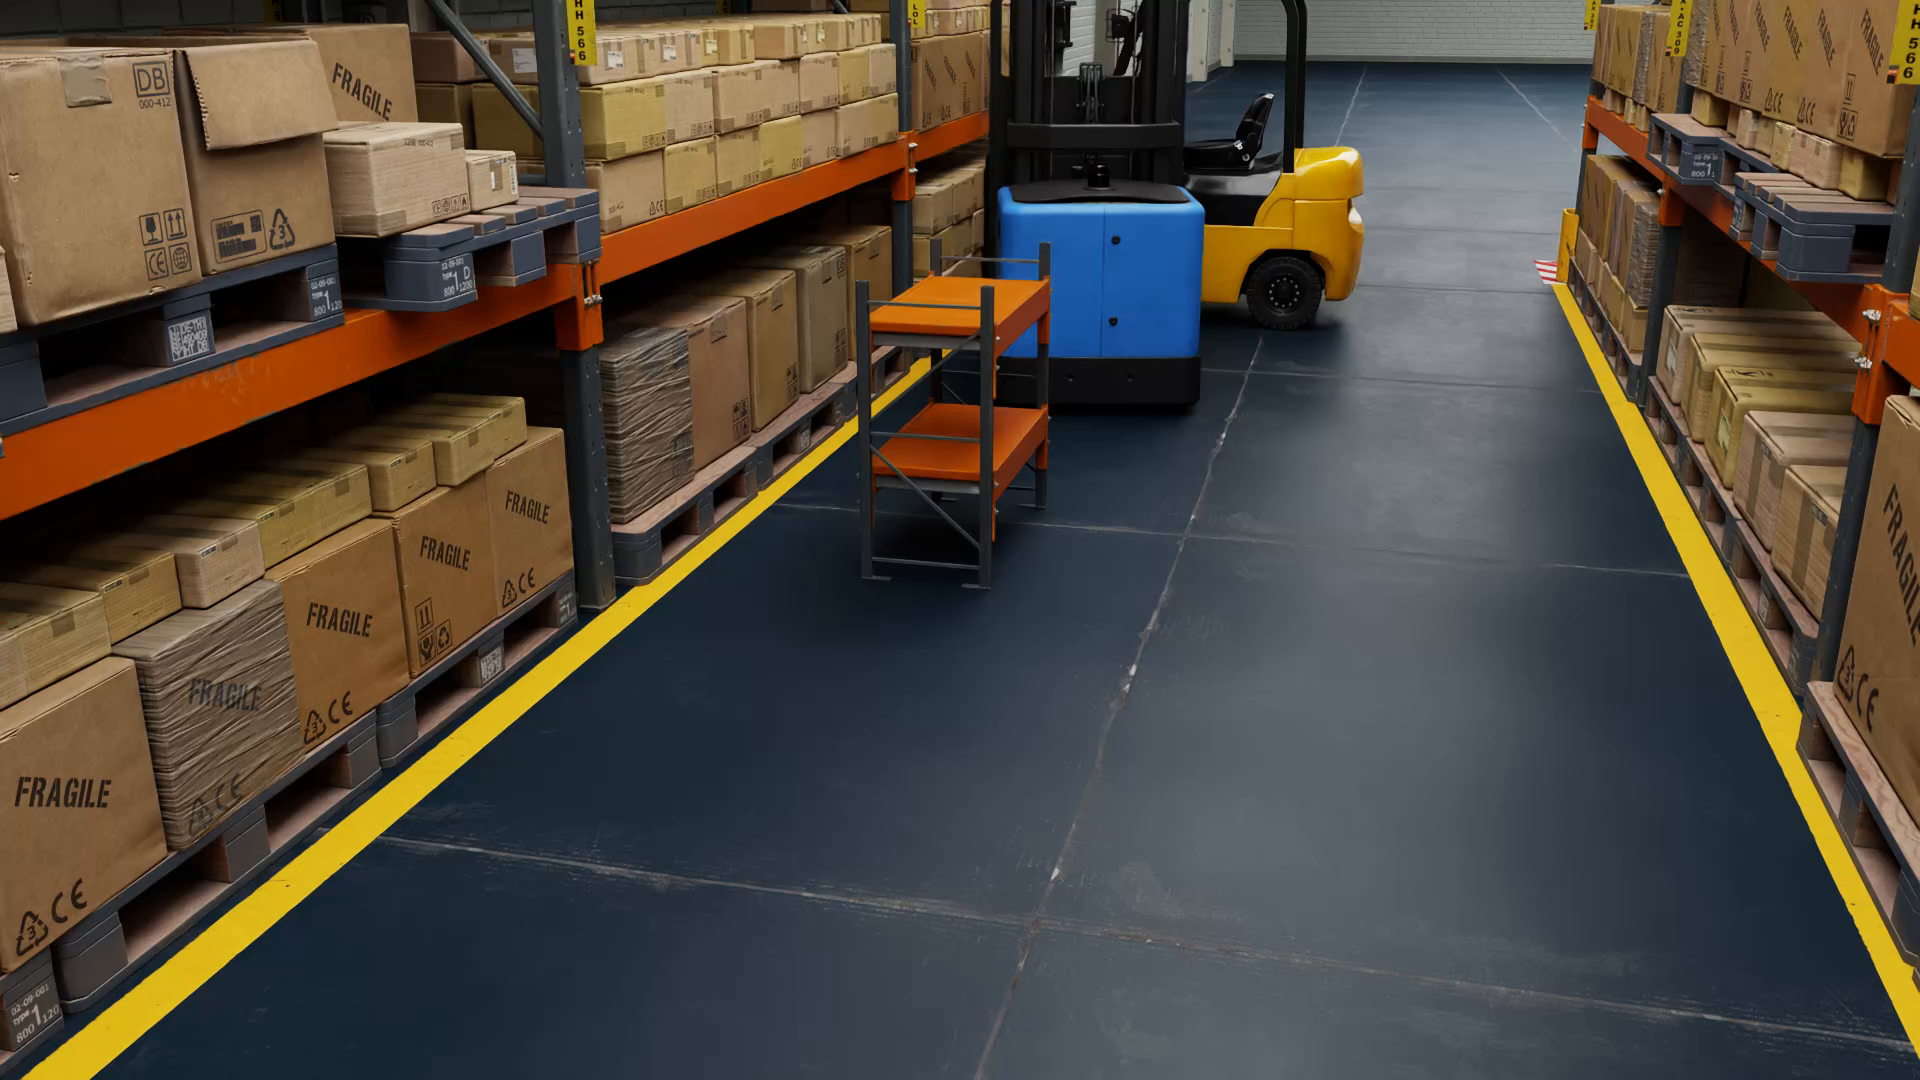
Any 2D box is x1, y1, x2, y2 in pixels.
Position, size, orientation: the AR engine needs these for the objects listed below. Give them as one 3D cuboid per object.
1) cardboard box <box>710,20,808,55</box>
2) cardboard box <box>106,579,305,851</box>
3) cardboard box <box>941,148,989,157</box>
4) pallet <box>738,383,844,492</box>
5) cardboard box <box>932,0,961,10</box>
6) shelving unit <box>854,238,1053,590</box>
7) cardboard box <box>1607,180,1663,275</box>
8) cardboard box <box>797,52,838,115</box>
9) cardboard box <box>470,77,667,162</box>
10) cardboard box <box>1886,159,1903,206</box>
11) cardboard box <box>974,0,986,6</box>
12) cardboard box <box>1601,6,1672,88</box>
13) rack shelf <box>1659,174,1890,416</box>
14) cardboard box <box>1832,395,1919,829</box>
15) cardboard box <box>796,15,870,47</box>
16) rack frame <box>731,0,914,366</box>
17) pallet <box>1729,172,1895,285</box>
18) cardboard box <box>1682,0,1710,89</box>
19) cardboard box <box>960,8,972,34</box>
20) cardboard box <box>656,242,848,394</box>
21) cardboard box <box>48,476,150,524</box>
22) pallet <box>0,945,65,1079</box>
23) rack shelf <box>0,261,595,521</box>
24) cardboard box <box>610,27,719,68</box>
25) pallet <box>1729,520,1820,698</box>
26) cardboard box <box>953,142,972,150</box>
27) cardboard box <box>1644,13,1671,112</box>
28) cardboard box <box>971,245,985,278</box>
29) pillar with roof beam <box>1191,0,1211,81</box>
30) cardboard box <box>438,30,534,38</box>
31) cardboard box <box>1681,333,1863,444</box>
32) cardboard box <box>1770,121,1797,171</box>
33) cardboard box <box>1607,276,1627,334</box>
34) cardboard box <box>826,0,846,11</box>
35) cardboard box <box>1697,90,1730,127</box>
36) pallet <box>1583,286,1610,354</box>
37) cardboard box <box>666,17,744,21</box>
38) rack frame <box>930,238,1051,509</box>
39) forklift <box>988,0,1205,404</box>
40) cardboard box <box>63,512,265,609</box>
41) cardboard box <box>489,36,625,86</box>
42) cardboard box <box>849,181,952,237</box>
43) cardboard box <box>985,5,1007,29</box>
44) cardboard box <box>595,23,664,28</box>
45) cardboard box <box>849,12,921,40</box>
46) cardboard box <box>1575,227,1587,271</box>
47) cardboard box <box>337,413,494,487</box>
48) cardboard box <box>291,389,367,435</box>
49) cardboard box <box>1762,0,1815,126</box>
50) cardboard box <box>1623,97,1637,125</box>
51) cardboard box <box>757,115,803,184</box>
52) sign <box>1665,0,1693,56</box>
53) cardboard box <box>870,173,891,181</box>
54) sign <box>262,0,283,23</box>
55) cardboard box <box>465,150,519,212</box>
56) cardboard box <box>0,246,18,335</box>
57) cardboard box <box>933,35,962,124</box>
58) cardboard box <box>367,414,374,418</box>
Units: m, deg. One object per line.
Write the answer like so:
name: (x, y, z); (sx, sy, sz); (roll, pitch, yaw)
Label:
cardboard box: (-0.920, -2.299, 7.618); (0.380, 0.149, 0.250); (5, 19, 14)
cardboard box: (-2.007, 0.400, 4.093); (0.500, 0.500, 0.500); (4, 19, 11)
cardboard box: (0.166, -2.608, 11.739); (0.500, 0.250, 0.500); (5, 19, 14)
pallet: (-1.207, -0.535, 7.926); (1.003, 0.211, 1.213); (5, 19, 13)
cardboard box: (-0.210, -3.286, 10.048); (0.380, 0.149, 0.250); (5, 20, 15)
shelving unit: (-0.002, -0.530, 6.500); (0.538, 1.125, 1.048); (5, 19, 13)
cardboard box: (4.176, -1.860, 9.935); (0.500, 0.500, 0.500); (6, 20, 16)
cardboard box: (-0.890, -2.142, 7.776); (0.500, 0.250, 0.500); (5, 19, 14)
cardboard box: (-1.376, -1.501, 5.901); (0.500, 0.250, 0.500); (5, 19, 13)
cardboard box: (2.920, -1.028, 4.797); (0.380, 0.149, 0.250); (5, 20, 15)
cardboard box: (-0.043, -3.610, 10.999); (0.380, 0.149, 0.250); (5, 19, 14)
cardboard box: (4.515, -3.234, 10.899); (0.500, 0.500, 0.500); (5, 20, 15)
rack shelf: (3.557, -1.114, 6.420); (1.077, 0.370, 4.000); (5, 19, 13)
cardboard box: (2.819, 0.189, 4.130); (0.875, 0.875, 0.875); (4, 19, 13)
cardboard box: (-0.682, -2.619, 8.557); (0.380, 0.149, 0.250); (4, 19, 13)
rack frame: (-0.768, -2.472, 9.283); (1.000, 3.000, 0.127); (5, 19, 13)
pallet: (3.139, -0.968, 5.178); (1.213, 0.211, 1.003); (5, 19, 13)
cardboard box: (3.653, -2.343, 7.643); (0.500, 0.500, 0.500); (5, 20, 15)
cardboard box: (-0.139, -3.224, 10.327); (0.380, 0.149, 0.250); (4, 19, 13)
cardboard box: (-1.082, -1.140, 8.408); (0.875, 0.625, 0.625); (4, 19, 13)
cardboard box: (-2.423, -0.073, 4.475); (0.380, 0.149, 0.250); (4, 19, 12)
pallet: (-2.561, 1.097, 3.148); (1.003, 0.211, 1.213); (5, 19, 13)
rack shelf: (-2.234, -0.251, 3.894); (1.077, 0.370, 4.000); (5, 19, 13)
cardboard box: (-1.196, -1.979, 6.684); (0.380, 0.149, 0.250); (5, 19, 14)
pallet: (3.261, 0.248, 5.636); (1.003, 0.211, 1.213); (5, 19, 13)
cardboard box: (-0.211, -2.804, 12.312); (0.500, 0.250, 0.500); (5, 19, 13)
cardboard box: (4.032, -2.590, 9.014); (0.500, 0.500, 0.500); (5, 20, 15)
cardboard box: (-0.110, -1.817, 10.972); (0.500, 0.250, 0.500); (5, 19, 14)
pillar with roof beam: (9.203, -13.600, 32.582); (9.100, 9.000, 0.400); (5, 19, 13)
cardboard box: (-1.784, -1.857, 6.327); (0.380, 0.149, 0.250); (5, 19, 13)
cardboard box: (3.748, -0.646, 7.354); (0.950, 0.372, 0.625); (6, 20, 17)
cardboard box: (3.057, -1.366, 5.786); (0.380, 0.149, 0.250); (5, 19, 14)
cardboard box: (4.050, -1.353, 9.611); (0.500, 0.250, 0.500); (4, 19, 12)
cardboard box: (-0.882, -3.166, 9.698); (0.380, 0.149, 0.250); (4, 19, 12)
cardboard box: (3.535, -1.935, 7.451); (0.380, 0.149, 0.250); (5, 20, 14)
pallet: (4.472, -1.358, 10.337); (1.003, 0.211, 1.213); (5, 19, 13)
cardboard box: (-1.283, -2.493, 8.187); (0.380, 0.149, 0.250); (4, 19, 13)
rack frame: (0.123, -0.690, 6.966); (0.500, 1.125, 0.032); (5, 19, 13)
forklift: (0.702, -2.505, 9.487); (1.130, 2.935, 3.031); (0, 19, 0)
cardboard box: (-1.972, 0.047, 4.122); (0.380, 0.149, 0.250); (4, 19, 11)
cardboard box: (-1.382, -1.649, 5.716); (0.380, 0.149, 0.250); (5, 20, 15)
cardboard box: (-0.346, -1.969, 9.870); (0.500, 0.250, 0.500); (4, 19, 13)
cardboard box: (0.106, -3.545, 11.267); (0.380, 0.149, 0.250); (5, 19, 14)
cardboard box: (-1.506, -2.173, 7.250); (0.380, 0.149, 0.250); (5, 20, 15)
cardboard box: (-0.435, -2.905, 9.394); (0.380, 0.149, 0.250); (4, 19, 13)
cardboard box: (4.558, -2.001, 11.510); (0.500, 0.250, 0.500); (4, 19, 13)
cardboard box: (-1.657, -0.278, 5.075); (0.380, 0.149, 0.250); (4, 19, 11)
cardboard box: (-2.175, -0.402, 5.438); (0.380, 0.149, 0.250); (6, 20, 16)
cardboard box: (3.148, -1.700, 5.758); (0.500, 0.500, 0.500); (3, 19, 10)
cardboard box: (4.193, -2.567, 9.951); (0.380, 0.149, 0.250); (5, 19, 14)
cardboard box: (-1.025, -1.748, 7.398); (0.500, 0.250, 0.500); (5, 20, 15)
sign: (3.518, -2.531, 8.118); (0.100, 0.325, 0.005); (5, 19, 13)
cardboard box: (-0.726, -2.172, 10.463); (0.500, 0.250, 0.500); (4, 19, 13)
sign: (-2.285, -1.809, 5.551); (0.100, 0.325, 0.005); (5, 19, 13)
cardboard box: (-1.534, -1.062, 4.894); (0.380, 0.149, 0.250); (5, 19, 14)
cardboard box: (-2.011, -0.505, 3.082); (0.396, 0.266, 0.258); (6, 20, 16)
cardboard box: (-0.296, -2.802, 10.096); (0.500, 0.500, 0.500); (5, 19, 14)
cardboard box: (-2.120, -0.124, 5.627); (0.500, 0.500, 0.500); (5, 20, 15)
